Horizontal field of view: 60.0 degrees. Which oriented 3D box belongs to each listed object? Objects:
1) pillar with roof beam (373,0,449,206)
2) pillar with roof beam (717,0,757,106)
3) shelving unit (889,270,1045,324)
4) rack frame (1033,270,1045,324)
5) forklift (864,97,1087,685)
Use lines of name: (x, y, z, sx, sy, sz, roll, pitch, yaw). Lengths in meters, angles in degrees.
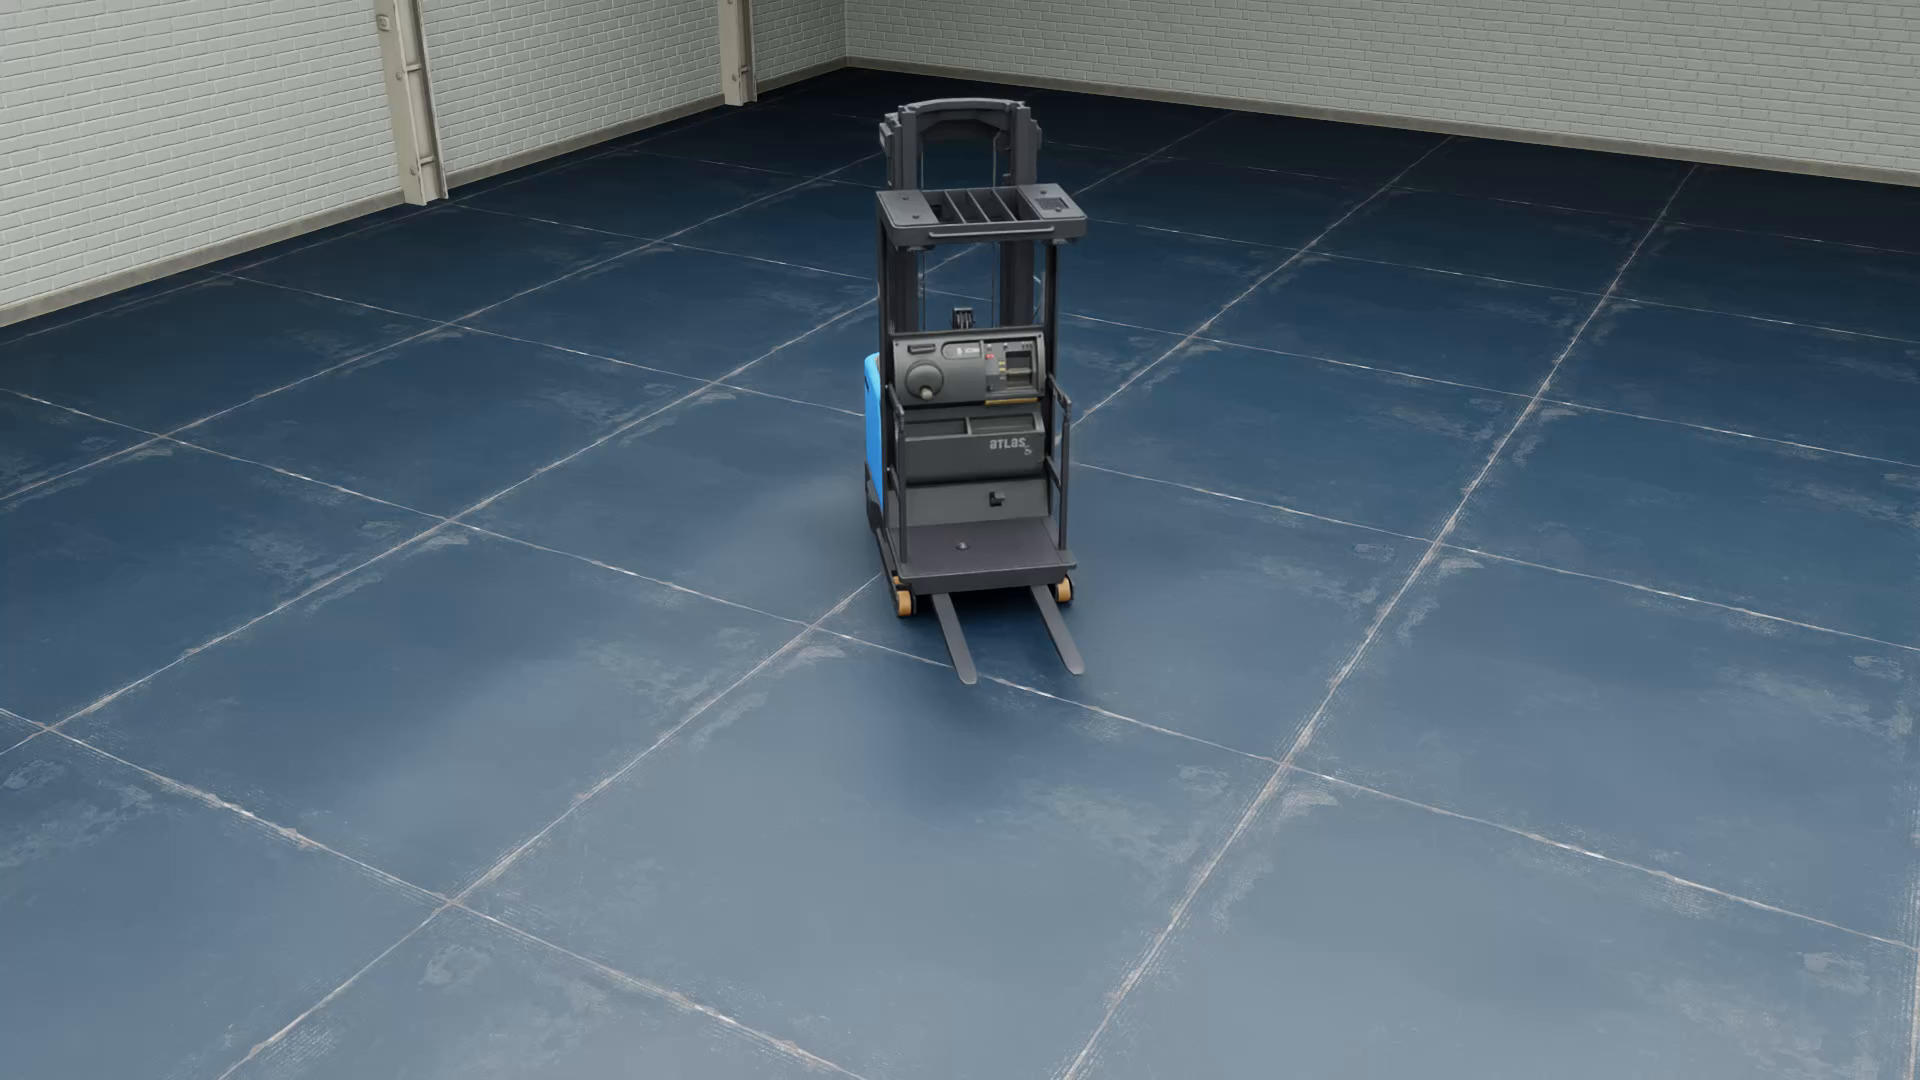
pillar with roof beam: (-2.315, -6.940, 14.981, 9.100, 9.000, 0.400, 14, 30, 26)
pillar with roof beam: (0.637, -9.278, 19.652, 9.100, 9.000, 0.400, 14, 30, 26)
shelving unit: (0.026, -1.218, 11.928, 1.048, 1.500, 0.538, -9, 28, -17)
rack frame: (0.508, -1.291, 12.074, 0.032, 1.500, 0.500, -9, 28, -17)
forklift: (0.096, -1.014, 9.921, 1.130, 2.935, 3.031, -4, 27, -9)
